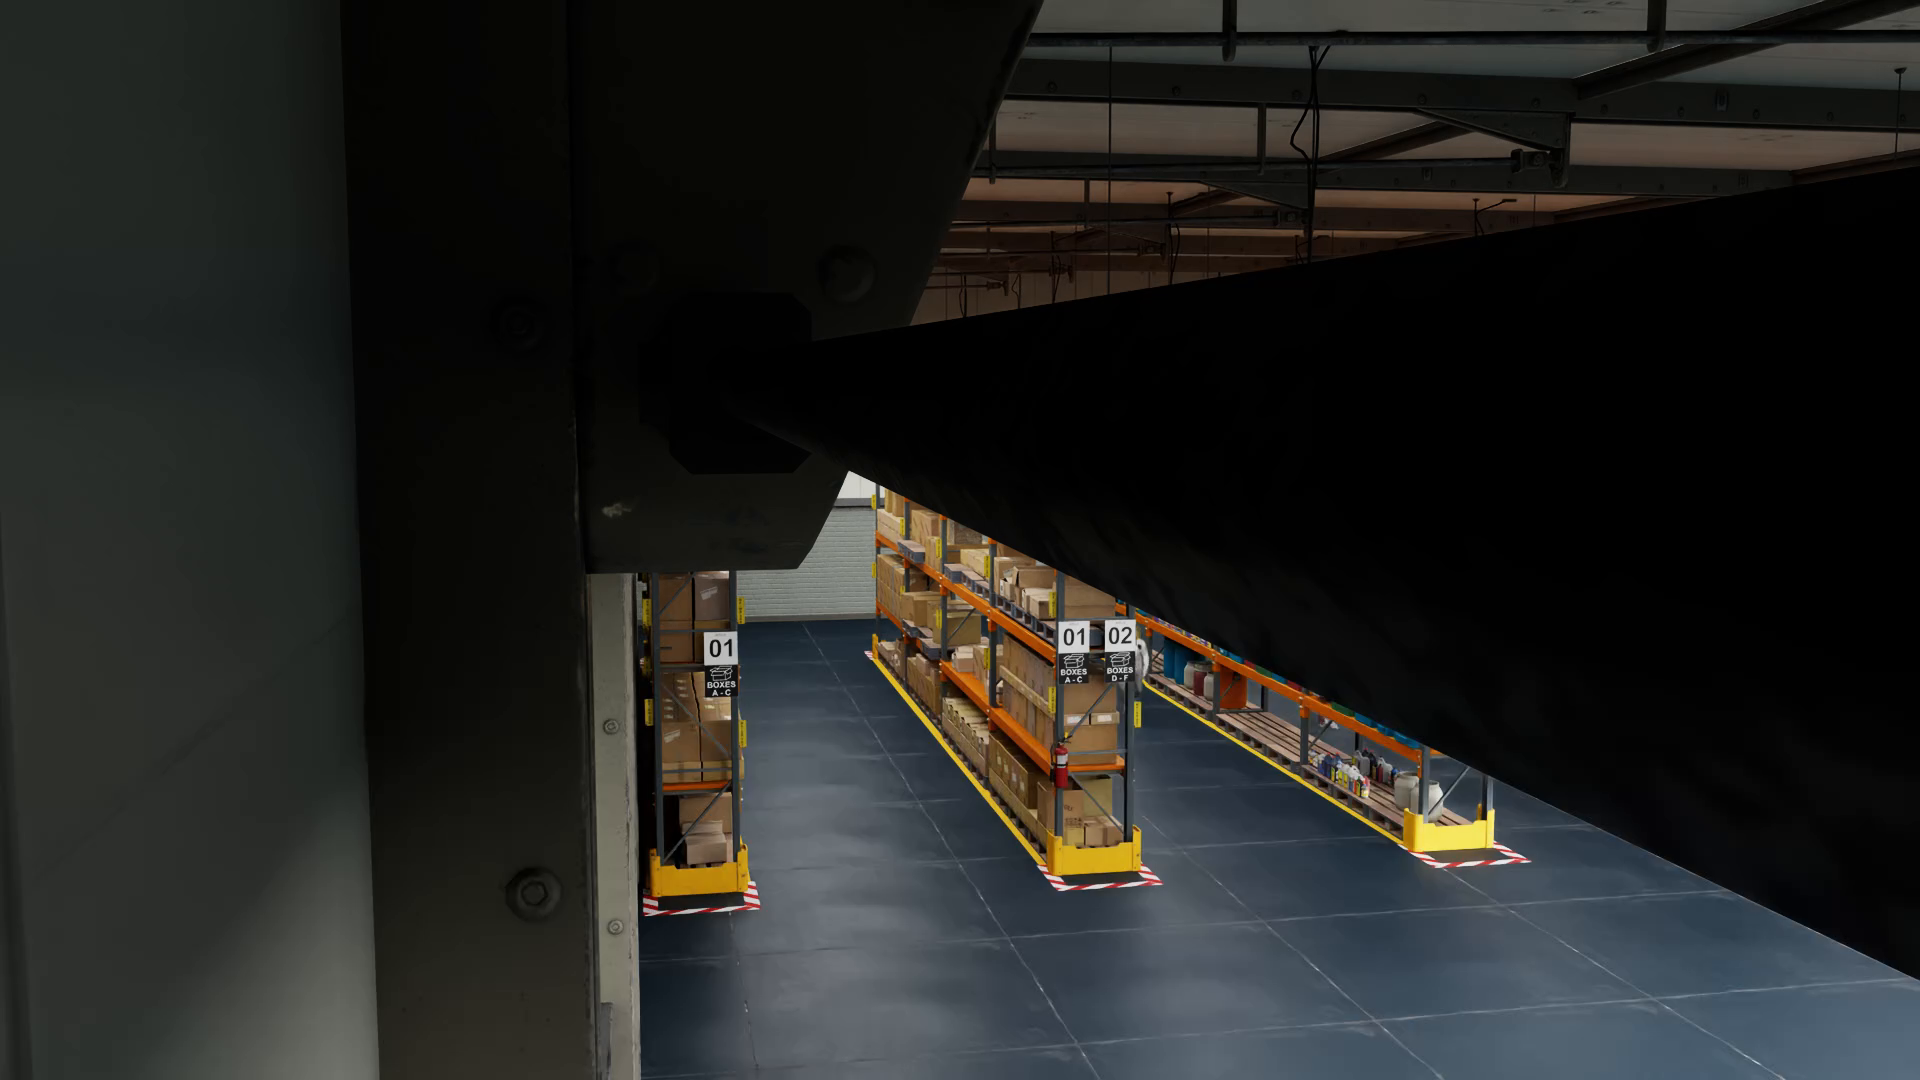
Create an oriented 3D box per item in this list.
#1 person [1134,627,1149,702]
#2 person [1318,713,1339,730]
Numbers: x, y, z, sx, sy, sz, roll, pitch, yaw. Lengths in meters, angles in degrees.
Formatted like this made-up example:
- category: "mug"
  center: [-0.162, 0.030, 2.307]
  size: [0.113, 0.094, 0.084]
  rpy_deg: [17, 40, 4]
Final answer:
- category: "person"
  center: [3.189, 2.380, 30.600]
  size: [0.548, 1.651, 0.578]
  rpy_deg: [0, 6, 2]
- category: "person"
  center: [6.482, 2.497, 29.393]
  size: [0.539, 1.698, 0.468]
  rpy_deg: [4, 7, 35]
